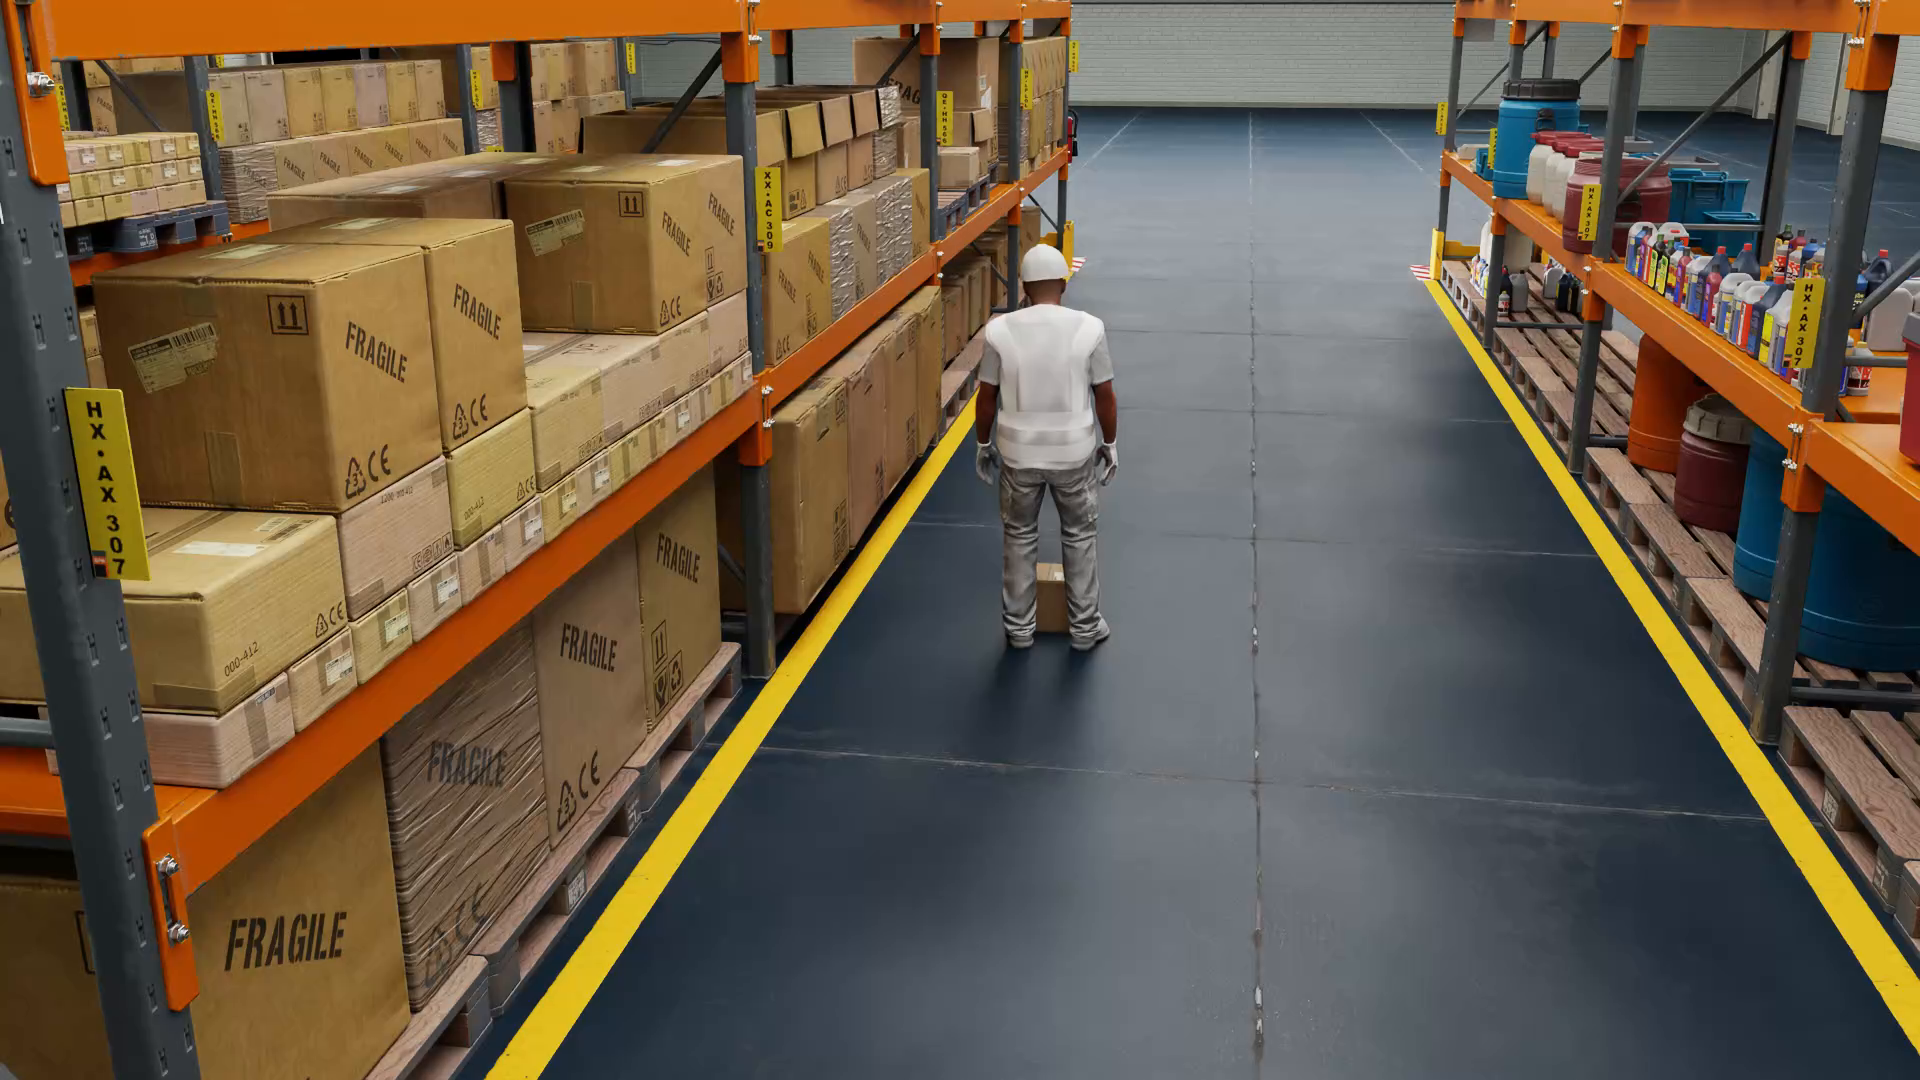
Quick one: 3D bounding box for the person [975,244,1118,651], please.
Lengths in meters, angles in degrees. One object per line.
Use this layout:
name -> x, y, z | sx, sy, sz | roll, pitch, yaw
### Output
person -> 0.377, -0.389, 7.255 | 0.625, 1.773, 0.451 | 2, 18, 5
